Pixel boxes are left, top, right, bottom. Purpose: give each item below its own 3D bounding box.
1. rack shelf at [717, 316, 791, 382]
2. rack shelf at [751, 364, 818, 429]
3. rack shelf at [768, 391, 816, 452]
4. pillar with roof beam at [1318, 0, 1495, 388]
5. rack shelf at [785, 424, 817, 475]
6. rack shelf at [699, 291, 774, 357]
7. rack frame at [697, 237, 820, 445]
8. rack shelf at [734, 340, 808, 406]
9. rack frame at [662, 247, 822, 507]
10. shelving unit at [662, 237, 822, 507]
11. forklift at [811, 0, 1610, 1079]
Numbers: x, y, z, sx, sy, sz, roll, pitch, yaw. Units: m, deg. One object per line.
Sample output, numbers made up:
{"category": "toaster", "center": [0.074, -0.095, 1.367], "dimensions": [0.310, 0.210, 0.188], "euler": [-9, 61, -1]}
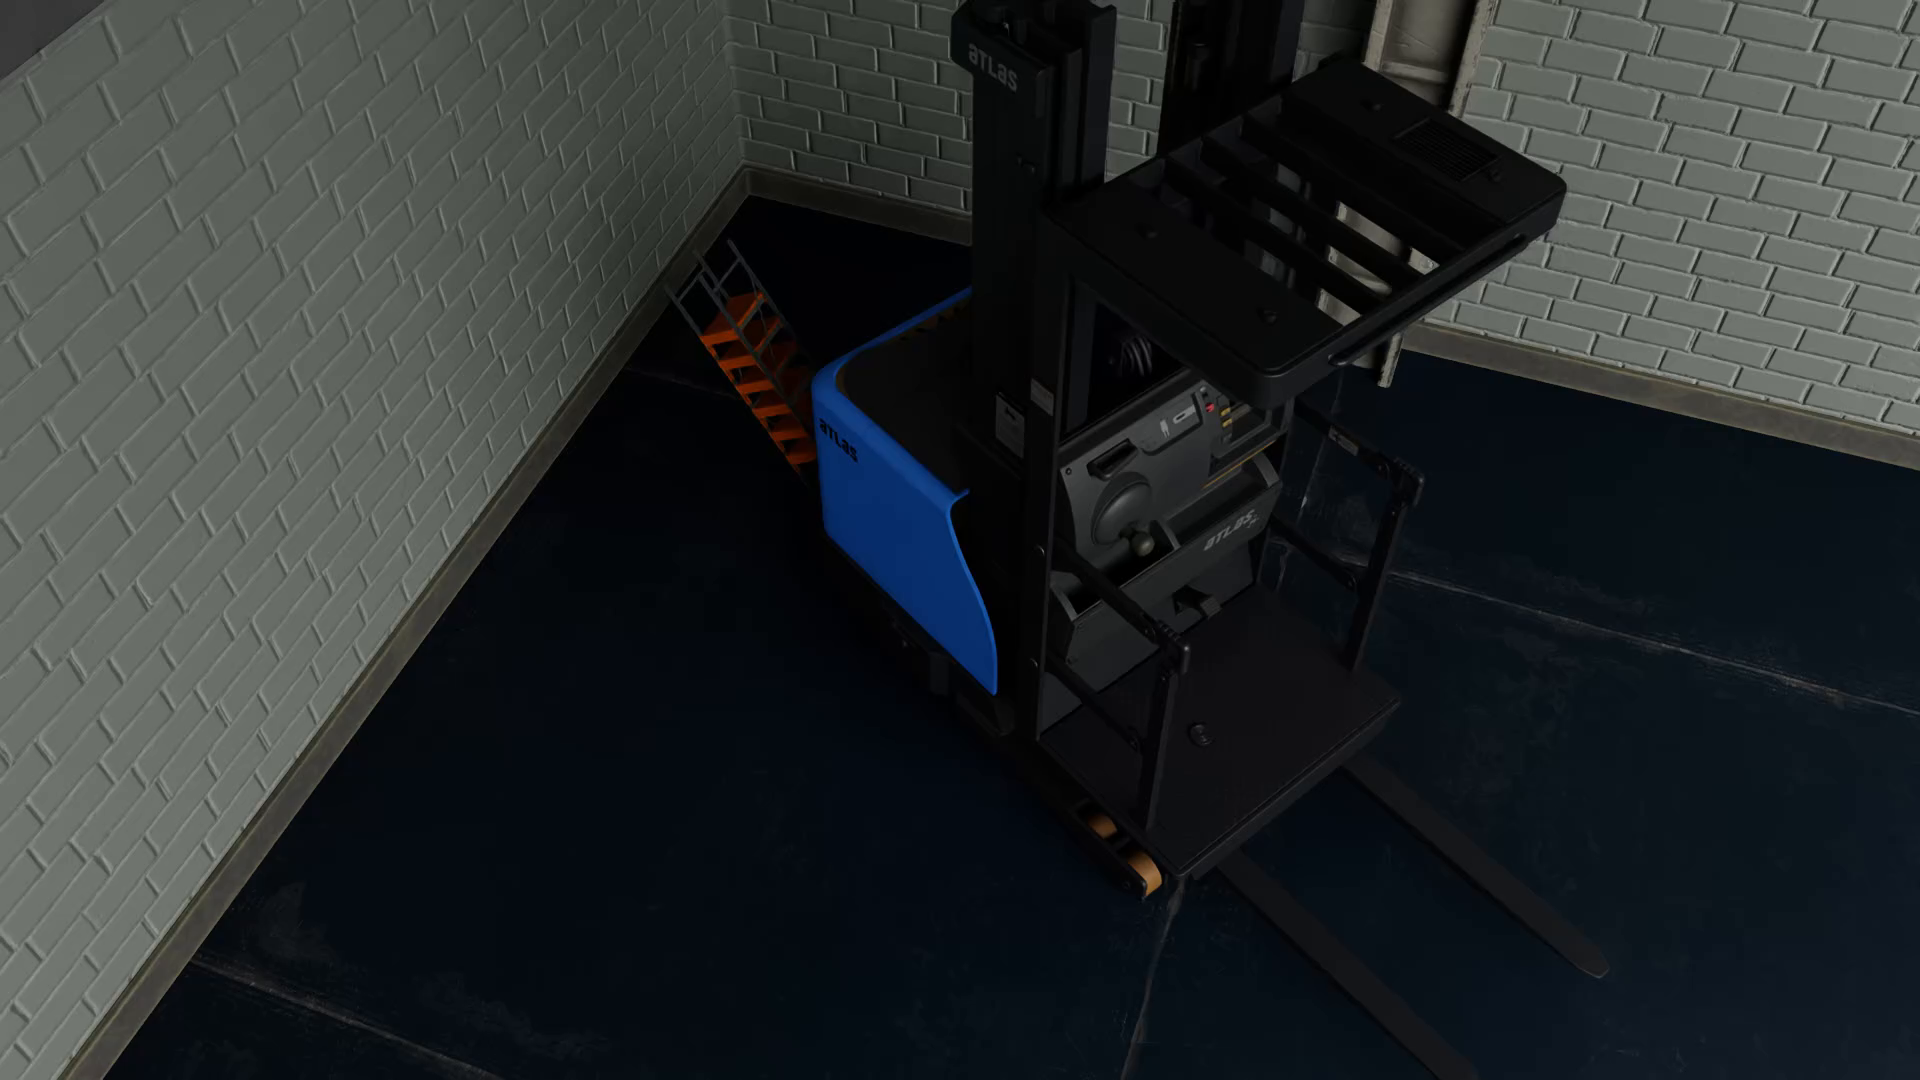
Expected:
{"category": "rack shelf", "center": [-0.771, -0.728, 6.282], "dimensions": [0.180, 0.103, 0.258], "euler": [-6, 40, 38]}
{"category": "rack shelf", "center": [-0.656, -0.557, 6.405], "dimensions": [0.180, 0.103, 0.258], "euler": [-6, 40, 38]}
{"category": "rack shelf", "center": [-0.598, -0.471, 6.466], "dimensions": [0.180, 0.103, 0.258], "euler": [-6, 40, 38]}
{"category": "pillar with roof beam", "center": [0.230, -0.713, 1.279], "dimensions": [0.400, 9.000, 9.100], "euler": [16, 51, 13]}
{"category": "rack shelf", "center": [-0.541, -0.386, 6.527], "dimensions": [0.180, 0.103, 0.258], "euler": [-6, 40, 38]}
{"category": "rack shelf", "center": [-0.828, -0.813, 6.220], "dimensions": [0.180, 0.103, 0.258], "euler": [-6, 40, 38]}
{"category": "rack frame", "center": [-0.605, -0.597, 6.326], "dimensions": [0.006, 1.200, 0.240], "euler": [-6, 40, 38]}
{"category": "rack shelf", "center": [-0.713, -0.642, 6.343], "dimensions": [0.180, 0.103, 0.258], "euler": [-6, 40, 38]}
{"category": "rack frame", "center": [-0.749, -0.580, 6.438], "dimensions": [0.006, 1.200, 0.240], "euler": [-6, 40, 38]}
{"category": "shelving unit", "center": [-0.677, -0.589, 6.382], "dimensions": [0.189, 1.200, 0.258], "euler": [-6, 40, 38]}
{"category": "forklift", "center": [0.798, -0.202, 4.852], "dimensions": [1.130, 2.935, 3.031], "euler": [-32, 56, -25]}
